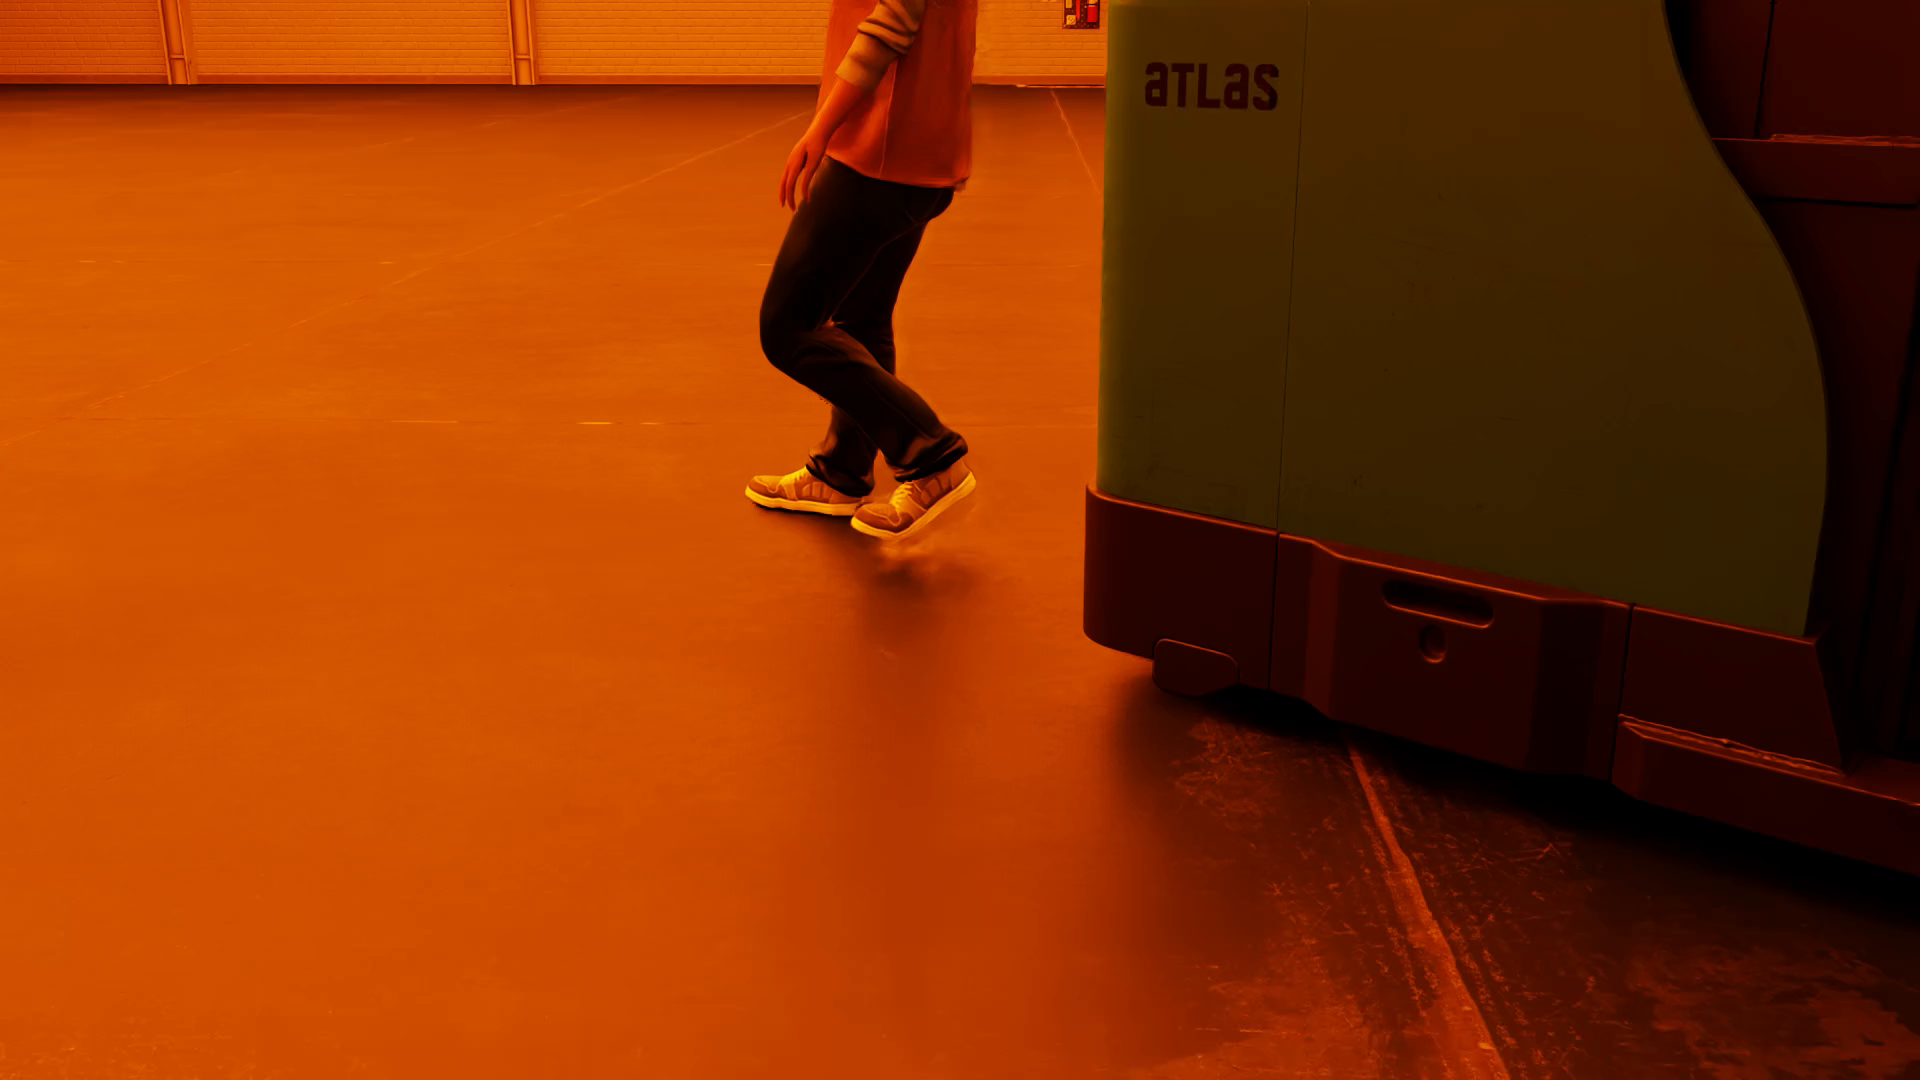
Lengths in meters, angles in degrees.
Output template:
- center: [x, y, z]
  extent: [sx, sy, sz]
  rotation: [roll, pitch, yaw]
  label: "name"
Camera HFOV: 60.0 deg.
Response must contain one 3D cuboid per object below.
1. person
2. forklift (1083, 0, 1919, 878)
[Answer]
- center: [-0.235, -0.725, 3.121]
  extent: [0.568, 1.543, 0.584]
  rotation: [3, 18, 11]
  label: "person"
- center: [1.663, -1.021, 1.716]
  extent: [3.031, 2.935, 1.130]
  rotation: [13, 22, 37]
  label: "forklift"
